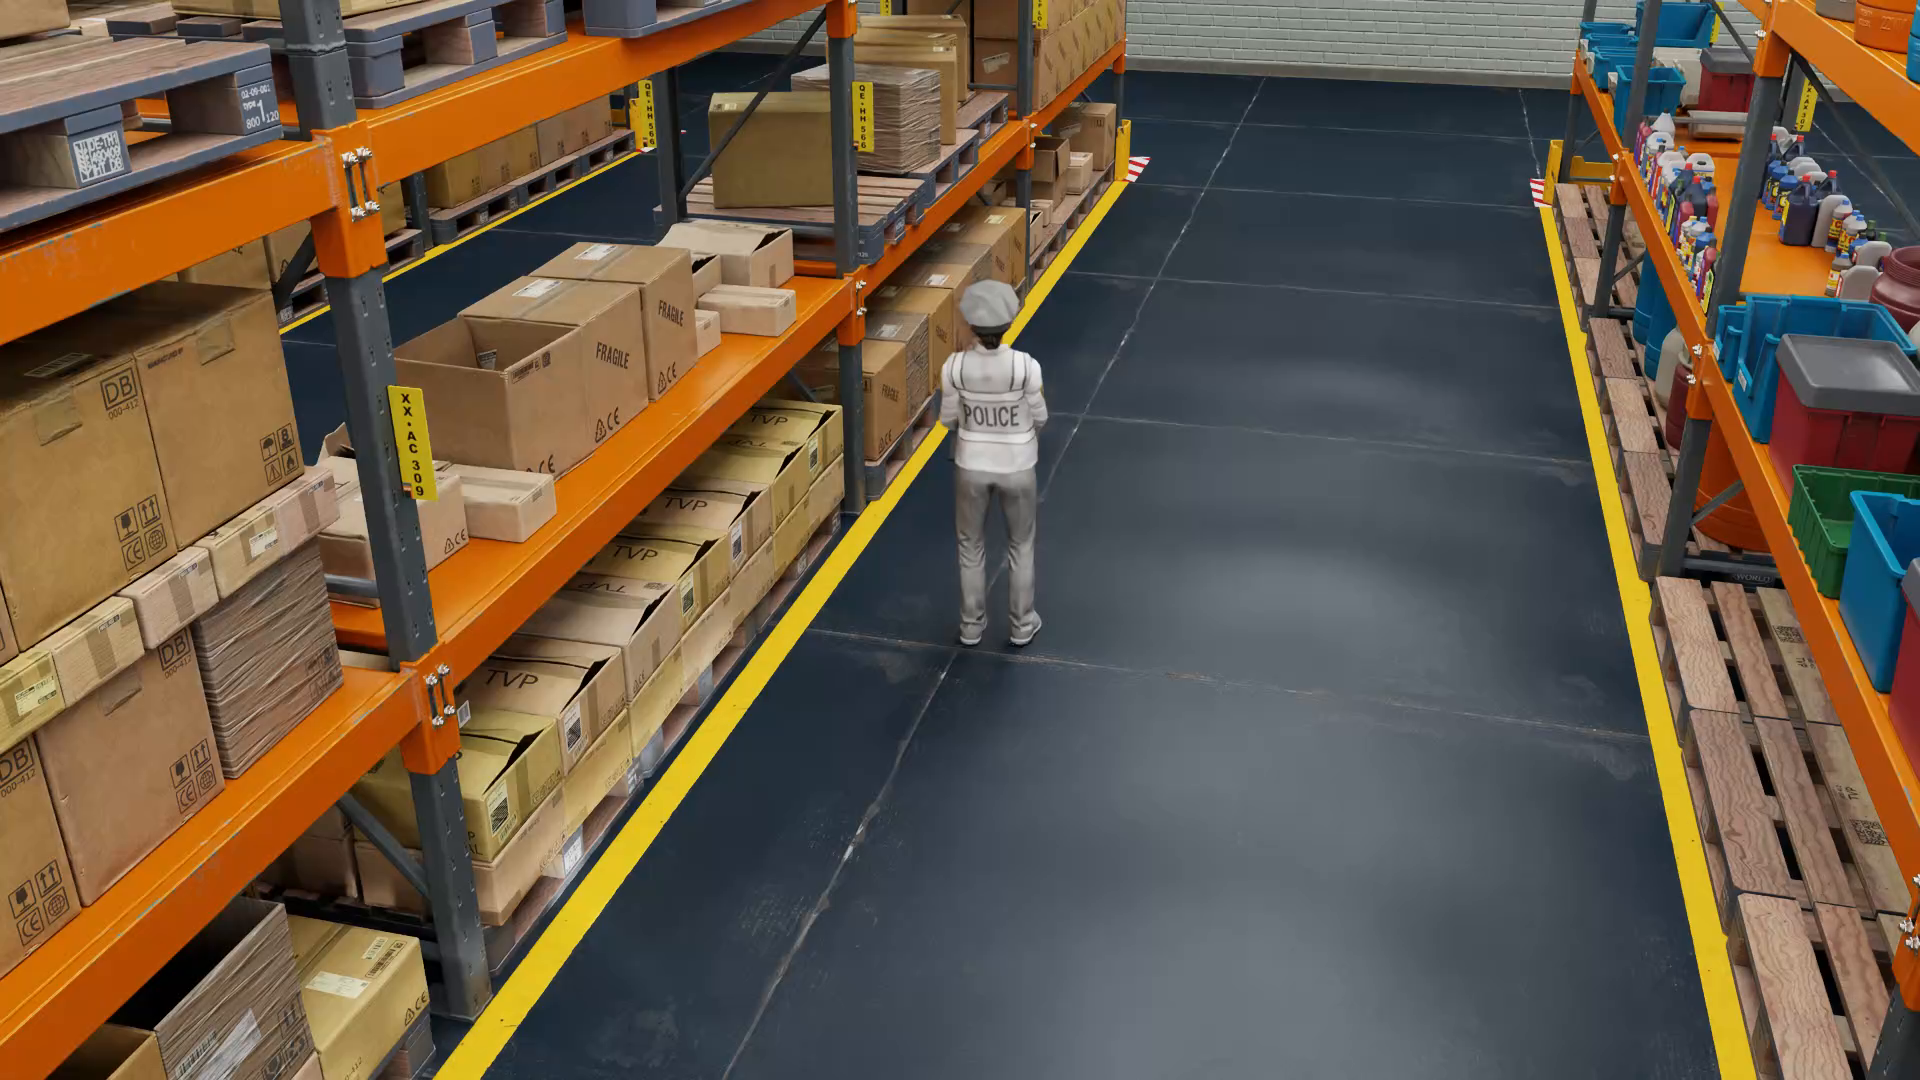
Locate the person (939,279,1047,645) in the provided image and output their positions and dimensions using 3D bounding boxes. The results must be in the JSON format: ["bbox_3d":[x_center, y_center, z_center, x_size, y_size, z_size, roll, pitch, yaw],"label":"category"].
[{"bbox_3d":[0.145,-0.338,7.276,0.468,1.697,0.552,2,26,5],"label":"person"}]
